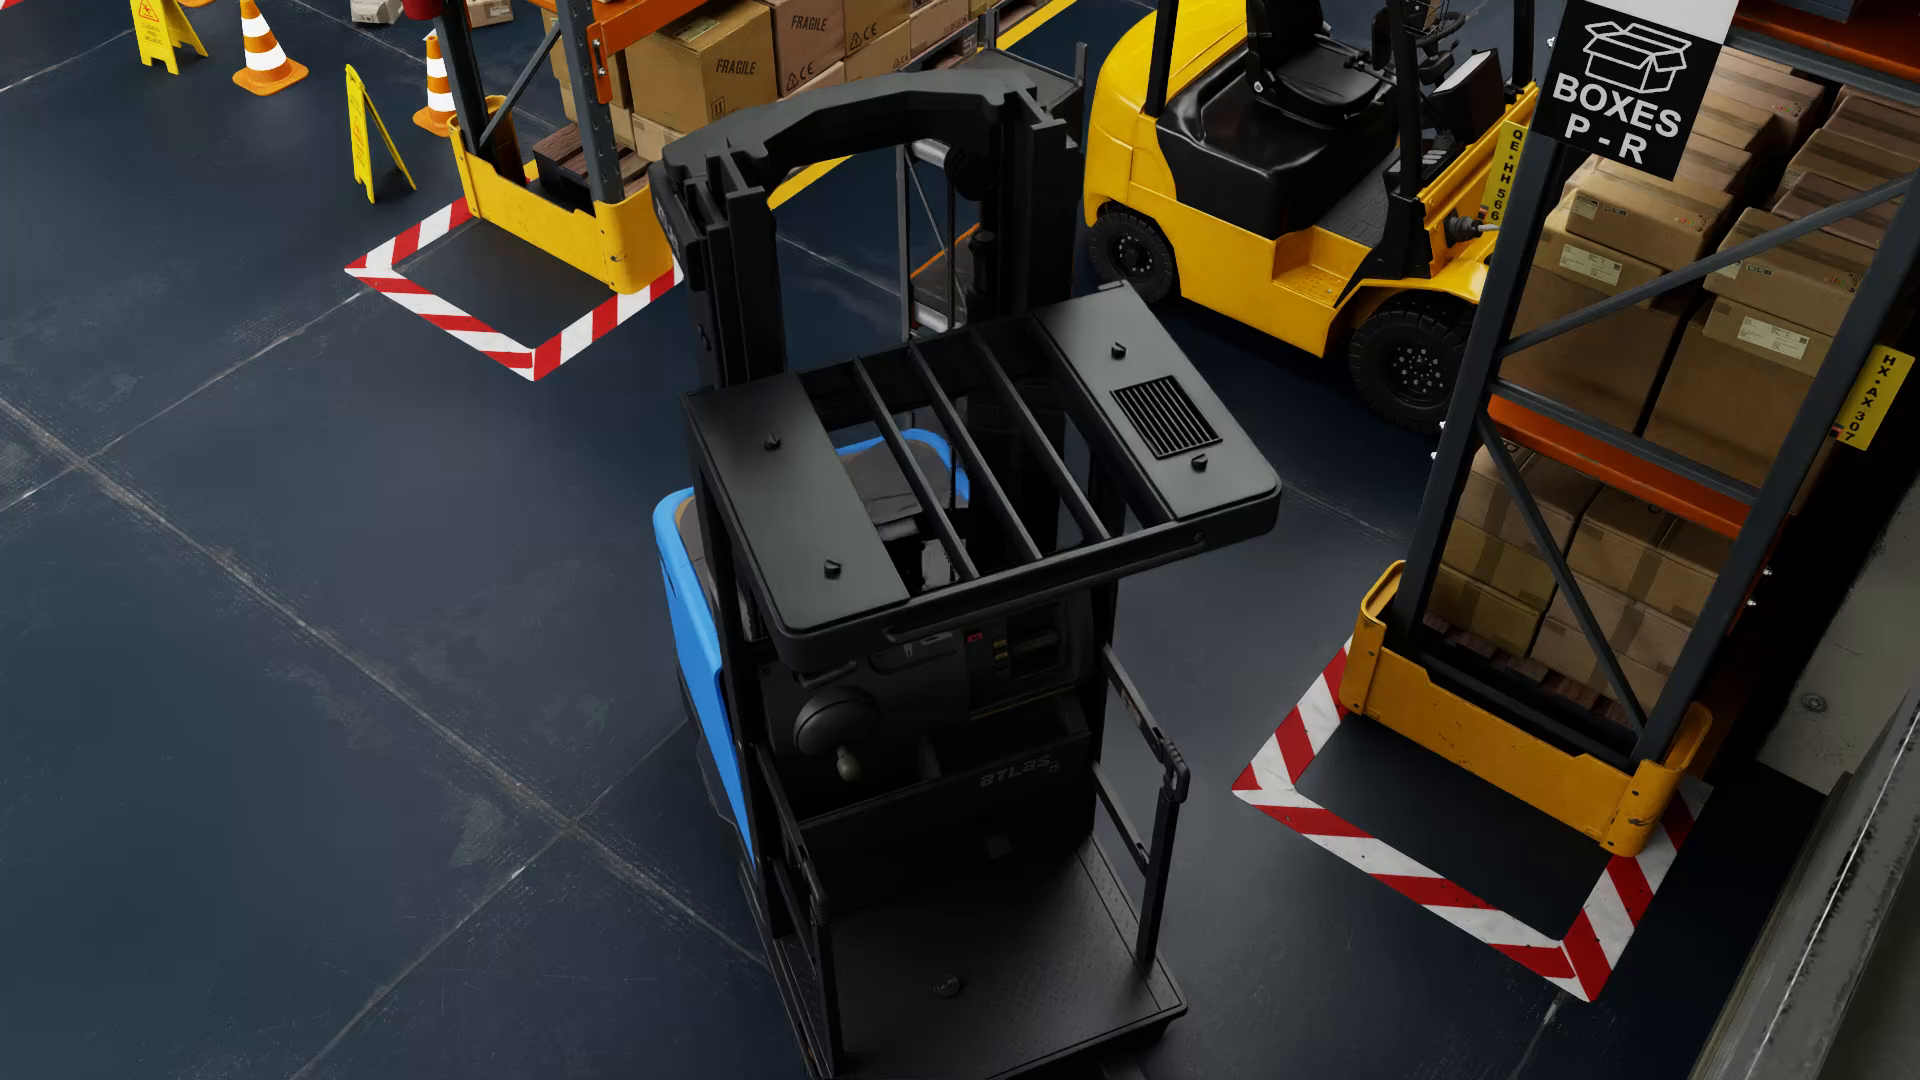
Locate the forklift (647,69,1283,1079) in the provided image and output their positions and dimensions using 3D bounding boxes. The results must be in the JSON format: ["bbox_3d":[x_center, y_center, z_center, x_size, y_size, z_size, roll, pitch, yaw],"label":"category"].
[{"bbox_3d":[0.004,0.448,4.295,1.130,2.935,3.031,-16,48,-15],"label":"forklift"}]

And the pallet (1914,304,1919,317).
[{"bbox_3d":[3.890,-1.186,7.737,1.003,0.211,1.213,29,53,25],"label":"pallet"}]

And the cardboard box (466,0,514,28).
[{"bbox_3d":[-2.764,-3.147,9.654,0.250,0.149,0.380,-17,49,-15],"label":"cardboard box"}]

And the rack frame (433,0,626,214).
[{"bbox_3d":[-1.967,-2.489,7.054,1.000,3.000,0.127,29,53,25],"label":"rack frame"}]

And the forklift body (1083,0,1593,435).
[{"bbox_3d":[1.679,-1.896,7.073,2.313,2.155,1.214,29,53,25],"label":"forklift body"}]

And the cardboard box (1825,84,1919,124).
[{"bbox_3d":[2.979,-1.345,5.237,0.380,0.149,0.250,31,54,26],"label":"cardboard box"}]

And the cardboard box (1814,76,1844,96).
[{"bbox_3d":[2.943,-1.726,5.806,0.380,0.149,0.250,29,53,25],"label":"cardboard box"}]

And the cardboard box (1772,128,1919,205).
[{"bbox_3d":[2.675,-1.048,4.954,0.380,0.149,0.250,30,53,26],"label":"cardboard box"}]

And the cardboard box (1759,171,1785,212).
[{"bbox_3d":[2.637,-0.947,5.062,0.380,0.149,0.250,28,53,24],"label":"cardboard box"}]

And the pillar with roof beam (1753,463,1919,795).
[{"bbox_3d":[-0.304,-4.273,4.608,9.100,9.000,0.400,29,53,25],"label":"pillar with roof beam"}]

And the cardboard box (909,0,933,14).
[{"bbox_3d":[-0.291,-3.191,8.816,0.500,0.500,0.500,32,54,27],"label":"cardboard box"}]

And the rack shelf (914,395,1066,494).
[{"bbox_3d":[0.101,-0.327,6.597,0.431,0.518,0.480,29,53,25],"label":"rack shelf"}]

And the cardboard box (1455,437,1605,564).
[{"bbox_3d":[1.998,-0.239,5.824,0.500,0.250,0.500,31,54,26],"label":"cardboard box"}]

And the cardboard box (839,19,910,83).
[{"bbox_3d":[-0.613,-2.631,8.800,0.500,0.250,0.500,33,54,27],"label":"cardboard box"}]

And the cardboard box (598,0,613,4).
[{"bbox_3d":[-1.595,-2.505,7.243,0.380,0.149,0.250,29,53,25],"label":"cardboard box"}]

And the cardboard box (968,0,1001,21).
[{"bbox_3d":[0.012,-3.207,9.350,0.500,0.250,0.500,28,52,24],"label":"cardboard box"}]

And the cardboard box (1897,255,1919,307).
[{"bbox_3d":[2.787,-0.800,5.371,0.500,0.500,0.500,31,54,26],"label":"cardboard box"}]

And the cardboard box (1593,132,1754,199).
[{"bbox_3d":[2.142,-1.111,5.014,0.380,0.149,0.250,29,53,25],"label":"cardboard box"}]

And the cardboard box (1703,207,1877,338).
[{"bbox_3d":[2.338,-0.756,4.675,0.380,0.149,0.250,28,53,24],"label":"cardboard box"}]

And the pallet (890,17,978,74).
[{"bbox_3d":[-0.649,-2.714,9.197,1.003,0.211,1.213,29,53,25],"label":"pallet"}]

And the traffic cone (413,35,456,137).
[{"bbox_3d":[-2.725,-2.429,8.751,0.336,0.463,0.334,29,53,25],"label":"traffic cone"}]

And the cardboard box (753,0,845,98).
[{"bbox_3d":[-0.924,-2.598,8.250,0.500,0.500,0.500,27,52,24],"label":"cardboard box"}]

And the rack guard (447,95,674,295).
[{"bbox_3d":[-1.920,-1.669,7.999,1.175,0.500,0.348,29,53,25],"label":"rack guard"}]

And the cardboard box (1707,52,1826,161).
[{"bbox_3d":[2.492,-1.383,5.273,0.380,0.149,0.250,30,53,25],"label":"cardboard box"}]

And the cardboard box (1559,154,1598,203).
[{"bbox_3d":[2.086,-1.037,5.149,0.380,0.149,0.250,30,53,26],"label":"cardboard box"}]

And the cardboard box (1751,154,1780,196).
[{"bbox_3d":[2.454,-1.296,5.395,0.380,0.149,0.250,29,53,25],"label":"cardboard box"}]

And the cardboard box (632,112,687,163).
[{"bbox_3d":[-1.255,-2.024,8.220,0.500,0.250,0.500,29,53,25],"label":"cardboard box"}]

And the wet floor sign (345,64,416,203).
[{"bbox_3d":[-2.930,-2.041,8.253,0.232,0.644,0.267,-25,51,-22],"label":"wet floor sign"}]

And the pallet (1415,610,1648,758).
[{"bbox_3d":[2.398,0.210,6.403,1.003,0.211,1.213,29,53,25],"label":"pallet"}]

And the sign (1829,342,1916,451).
[{"bbox_3d":[2.399,-0.375,4.380,0.100,0.325,0.005,29,53,25],"label":"sign"}]

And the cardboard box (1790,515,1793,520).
[{"bbox_3d":[3.050,-0.259,6.534,0.500,0.250,0.500,29,53,25],"label":"cardboard box"}]

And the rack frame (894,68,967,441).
[{"bbox_3d":[-0.048,-0.680,5.948,0.400,2.100,0.015,29,53,25],"label":"rack frame"}]

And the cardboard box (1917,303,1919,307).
[{"bbox_3d":[3.974,-1.282,7.166,0.500,0.250,0.500,30,53,26],"label":"cardboard box"}]

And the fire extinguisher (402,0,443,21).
[{"bbox_3d":[-2.401,-2.601,7.214,0.296,0.674,0.183,29,53,25],"label":"fire extinguisher"}]

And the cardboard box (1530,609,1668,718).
[{"bbox_3d":[2.418,0.313,5.988,0.500,0.250,0.500,29,53,25],"label":"cardboard box"}]

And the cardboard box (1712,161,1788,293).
[{"bbox_3d":[2.381,-1.022,5.583,0.500,0.500,0.500,31,54,26],"label":"cardboard box"}]

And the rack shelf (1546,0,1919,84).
[{"bbox_3d":[3.186,-2.229,5.228,1.077,0.370,4.000,29,53,25],"label":"rack shelf"}]

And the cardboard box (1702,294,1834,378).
[{"bbox_3d":[2.376,-0.635,4.765,0.380,0.149,0.250,28,52,24],"label":"cardboard box"}]

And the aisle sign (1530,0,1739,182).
[{"bbox_3d":[1.691,-1.287,4.108,0.394,0.787,0.004,29,53,25],"label":"aisle sign"}]

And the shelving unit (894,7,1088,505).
[{"bbox_3d":[0.101,-0.820,6.081,0.431,2.100,0.503,29,53,25],"label":"shelving unit"}]
